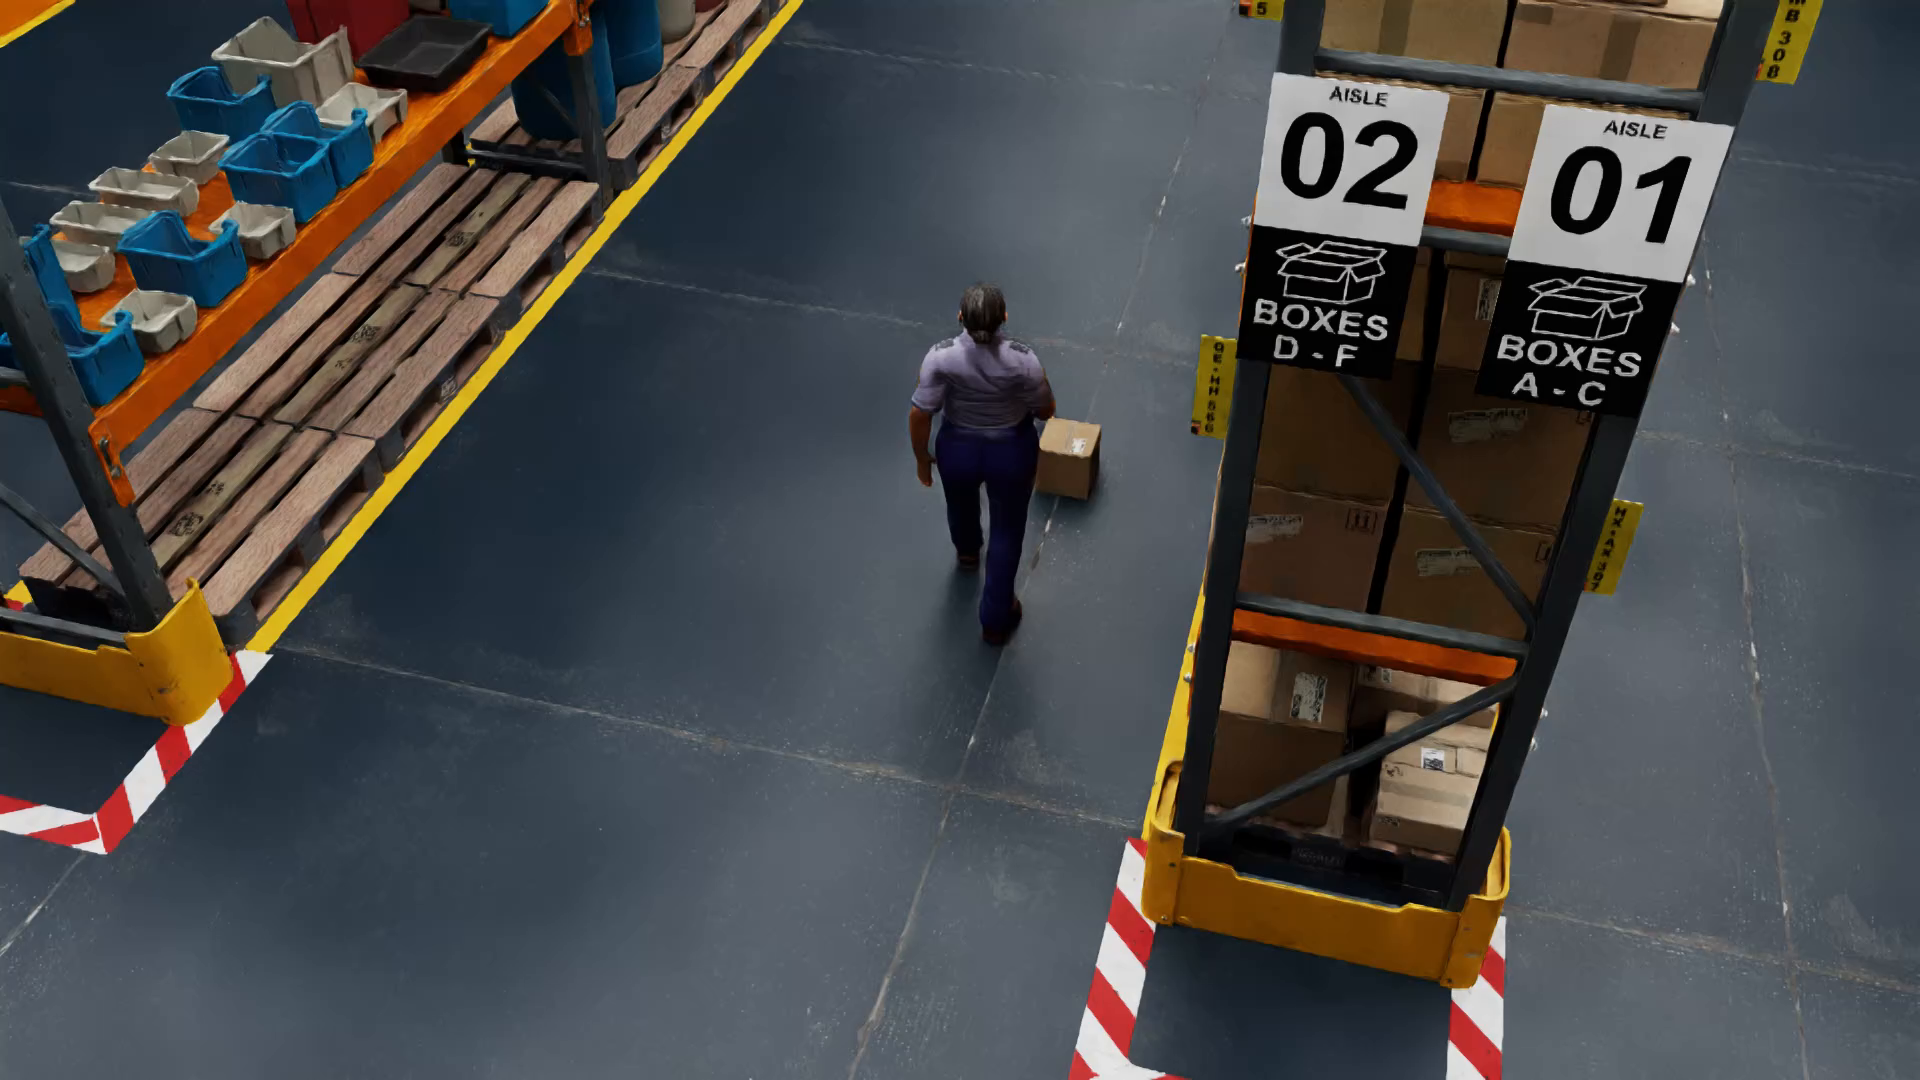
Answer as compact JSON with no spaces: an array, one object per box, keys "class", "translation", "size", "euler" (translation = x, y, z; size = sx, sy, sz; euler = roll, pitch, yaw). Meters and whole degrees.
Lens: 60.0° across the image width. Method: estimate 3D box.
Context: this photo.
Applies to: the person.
[{"class":"person","translation":[0.113,-0.418,6.665],"size":[0.549,1.636,0.764],"euler":[6,42,7]}]
